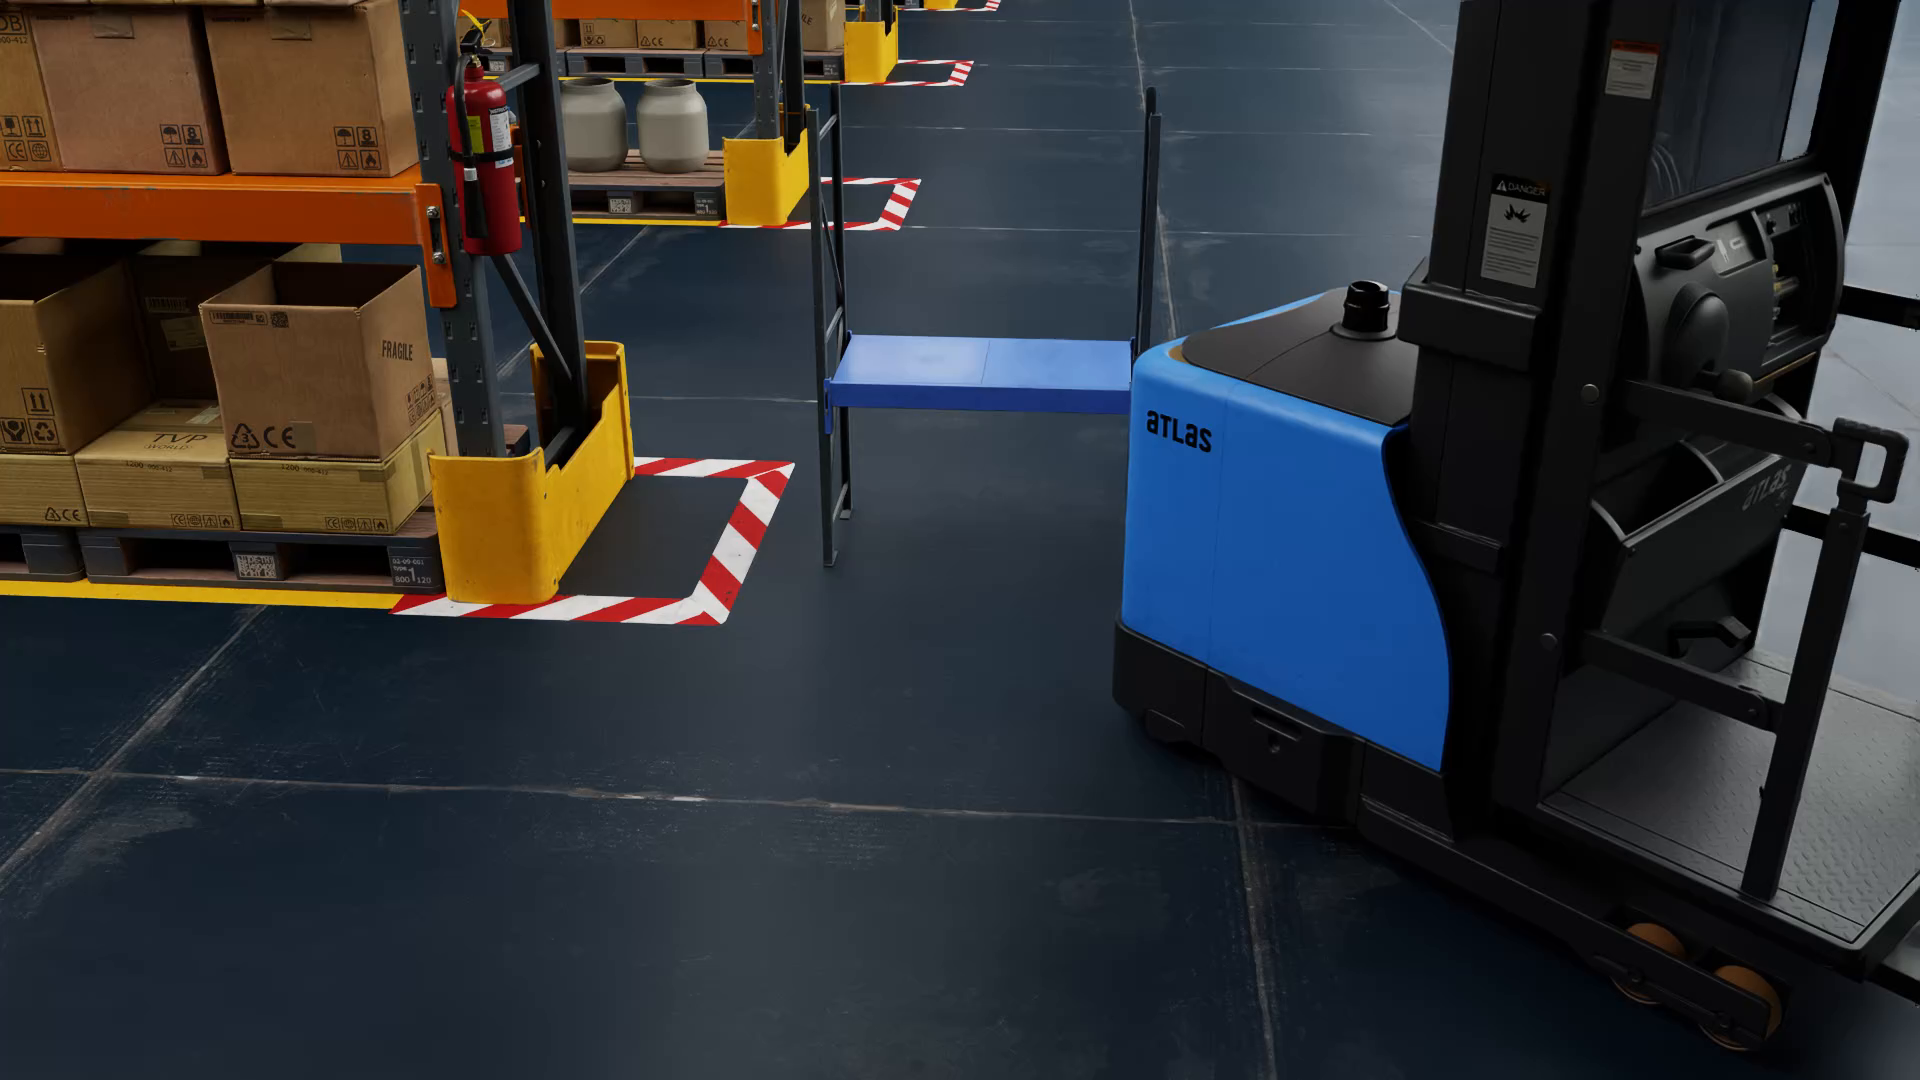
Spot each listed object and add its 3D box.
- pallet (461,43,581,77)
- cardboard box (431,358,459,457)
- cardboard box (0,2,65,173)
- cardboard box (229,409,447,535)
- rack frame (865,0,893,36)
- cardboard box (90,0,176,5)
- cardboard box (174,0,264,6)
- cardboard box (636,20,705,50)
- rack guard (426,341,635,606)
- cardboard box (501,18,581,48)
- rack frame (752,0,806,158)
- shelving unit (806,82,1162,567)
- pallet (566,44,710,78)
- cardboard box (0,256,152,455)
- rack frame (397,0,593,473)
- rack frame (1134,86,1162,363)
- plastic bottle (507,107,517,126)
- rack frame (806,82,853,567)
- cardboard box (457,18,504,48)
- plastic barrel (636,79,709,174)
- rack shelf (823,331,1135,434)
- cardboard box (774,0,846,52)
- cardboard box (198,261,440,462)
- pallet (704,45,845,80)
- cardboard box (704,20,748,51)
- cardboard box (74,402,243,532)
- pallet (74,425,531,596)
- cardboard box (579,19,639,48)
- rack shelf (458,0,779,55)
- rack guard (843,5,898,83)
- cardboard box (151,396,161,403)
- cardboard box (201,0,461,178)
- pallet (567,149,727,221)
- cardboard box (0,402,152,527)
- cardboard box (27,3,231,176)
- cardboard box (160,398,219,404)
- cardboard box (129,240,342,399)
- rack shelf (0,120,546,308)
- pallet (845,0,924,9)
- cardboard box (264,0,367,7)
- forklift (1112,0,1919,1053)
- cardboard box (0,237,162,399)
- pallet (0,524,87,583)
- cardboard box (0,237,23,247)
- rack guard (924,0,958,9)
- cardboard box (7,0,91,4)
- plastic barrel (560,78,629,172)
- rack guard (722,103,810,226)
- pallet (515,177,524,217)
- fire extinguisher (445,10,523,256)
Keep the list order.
[{"bbox_3d":[-4.021,-4.385,15.028,1.213,0.211,1.003,2,25,4],"label":"pallet"},{"bbox_3d":[-1.985,-0.454,5.935,0.500,0.250,0.500,2,25,4],"label":"cardboard box"},{"bbox_3d":[-2.950,-1.501,5.304,0.500,0.500,0.700,2,25,4],"label":"cardboard box"},{"bbox_3d":[-2.024,-0.238,5.466,0.500,0.250,0.500,2,25,4],"label":"cardboard box"},{"bbox_3d":[-0.705,-5.531,14.182,0.127,3.000,1.000,2,25,4],"label":"rack frame"},{"bbox_3d":[-2.379,-1.691,4.941,0.250,0.149,0.380,1,25,3],"label":"cardboard box"},{"bbox_3d":[-2.124,-1.683,4.923,0.250,0.149,0.380,2,25,5],"label":"cardboard box"},{"bbox_3d":[-2.548,-4.646,14.746,0.500,0.500,0.500,4,25,9],"label":"cardboard box"},{"bbox_3d":[-1.443,-0.266,5.730,0.348,0.500,1.175,2,25,4],"label":"rack guard"},{"bbox_3d":[-3.726,-4.669,14.797,0.500,0.500,0.500,10,27,21],"label":"cardboard box"},{"bbox_3d":[-1.084,-3.467,9.695,0.127,3.000,1.000,2,25,4],"label":"rack frame"},{"bbox_3d":[0.085,-0.679,5.431,1.048,1.500,0.538,2,25,4],"label":"shelving unit"},{"bbox_3d":[-2.801,-4.347,14.946,1.213,0.211,1.003,2,25,4],"label":"pallet"},{"bbox_3d":[-3.023,-0.604,5.363,0.500,0.500,0.500,2,25,4],"label":"cardboard box"},{"bbox_3d":[-1.467,-1.402,5.209,0.127,3.000,1.000,2,25,4],"label":"rack frame"},{"bbox_3d":[0.592,-0.662,5.395,0.032,1.500,0.500,2,25,4],"label":"rack frame"},{"bbox_3d":[-2.868,-2.615,10.582,0.097,0.271,0.097,0,25,0],"label":"plastic bottle"},{"bbox_3d":[-0.422,-0.695,5.466,0.032,1.500,0.500,2,25,4],"label":"rack frame"},{"bbox_3d":[-4.297,-4.685,14.830,0.500,0.500,0.500,1,25,2],"label":"cardboard box"},{"bbox_3d":[-1.746,-2.516,10.104,0.421,0.512,0.421,0,25,0],"label":"plastic barrel"},{"bbox_3d":[0.085,-0.515,5.506,1.000,0.185,0.538,2,25,4],"label":"rack shelf"},{"bbox_3d":[-1.326,-4.613,14.675,0.500,0.500,0.500,6,25,14],"label":"cardboard box"},{"bbox_3d":[-2.024,-0.578,5.307,0.500,0.500,0.500,2,25,4],"label":"cardboard box"},{"bbox_3d":[-1.588,-4.307,14.858,1.213,0.211,1.003,2,25,4],"label":"pallet"},{"bbox_3d":[-1.925,-4.618,14.685,0.500,0.500,0.500,8,26,18],"label":"cardboard box"},{"bbox_3d":[-2.524,-0.249,5.490,0.500,0.250,0.500,2,25,4],"label":"cardboard box"},{"bbox_3d":[-2.233,-0.143,5.807,1.213,0.211,1.003,2,25,4],"label":"pallet"},{"bbox_3d":[-3.101,-4.682,14.825,0.500,0.500,0.500,0,25,-1],"label":"cardboard box"},{"bbox_3d":[-3.078,-3.204,9.985,4.000,0.370,1.077,2,25,4],"label":"rack shelf"},{"bbox_3d":[-0.781,-4.398,14.709,0.348,0.500,1.175,2,25,4],"label":"rack guard"},{"bbox_3d":[-2.982,-0.484,6.001,0.500,0.250,0.500,2,25,4],"label":"cardboard box"},{"bbox_3d":[-1.931,-1.468,5.232,0.500,0.500,0.700,2,25,4],"label":"cardboard box"},{"bbox_3d":[-1.973,-2.211,10.302,1.213,0.211,1.003,2,25,4],"label":"pallet"},{"bbox_3d":[-3.022,-0.264,5.523,0.500,0.250,0.500,2,25,4],"label":"cardboard box"},{"bbox_3d":[-2.455,-1.483,5.264,0.500,0.500,0.700,2,25,5],"label":"cardboard box"},{"bbox_3d":[-2.483,-0.468,5.966,0.500,0.250,0.500,2,25,4],"label":"cardboard box"},{"bbox_3d":[-2.483,-0.810,5.811,0.500,0.500,0.500,2,25,4],"label":"cardboard box"},{"bbox_3d":[-3.461,-1.139,5.498,4.000,0.370,1.077,2,25,4],"label":"rack shelf"},{"bbox_3d":[-1.028,-6.321,19.235,1.213,0.211,1.003,2,25,4],"label":"pallet"},{"bbox_3d":[-1.862,-1.675,4.906,0.250,0.149,0.380,1,25,3],"label":"cardboard box"},{"bbox_3d":[1.791,-0.516,3.366,1.130,2.935,3.031,-21,32,-38],"label":"forklift"},{"bbox_3d":[-2.983,-0.820,5.834,0.500,0.500,0.500,2,25,4],"label":"cardboard box"},{"bbox_3d":[-3.446,-0.183,5.894,1.213,0.211,1.003,2,25,4],"label":"pallet"},{"bbox_3d":[-3.480,-0.844,5.885,0.500,0.500,0.500,2,25,4],"label":"cardboard box"},{"bbox_3d":[-0.200,-6.459,19.188,0.348,0.500,1.175,2,25,4],"label":"rack guard"},{"bbox_3d":[-2.629,-1.700,4.961,0.250,0.149,0.380,2,25,5],"label":"cardboard box"},{"bbox_3d":[-2.246,-2.532,10.139,0.421,0.512,0.421,0,25,0],"label":"plastic barrel"},{"bbox_3d":[-1.163,-2.314,10.180,0.348,0.500,1.175,2,25,4],"label":"rack guard"},{"bbox_3d":[-3.186,-2.251,10.389,1.213,0.211,1.003,2,25,4],"label":"pallet"},{"bbox_3d":[-1.385,-1.170,4.796,0.183,0.674,0.296,2,25,4],"label":"fire extinguisher"}]
